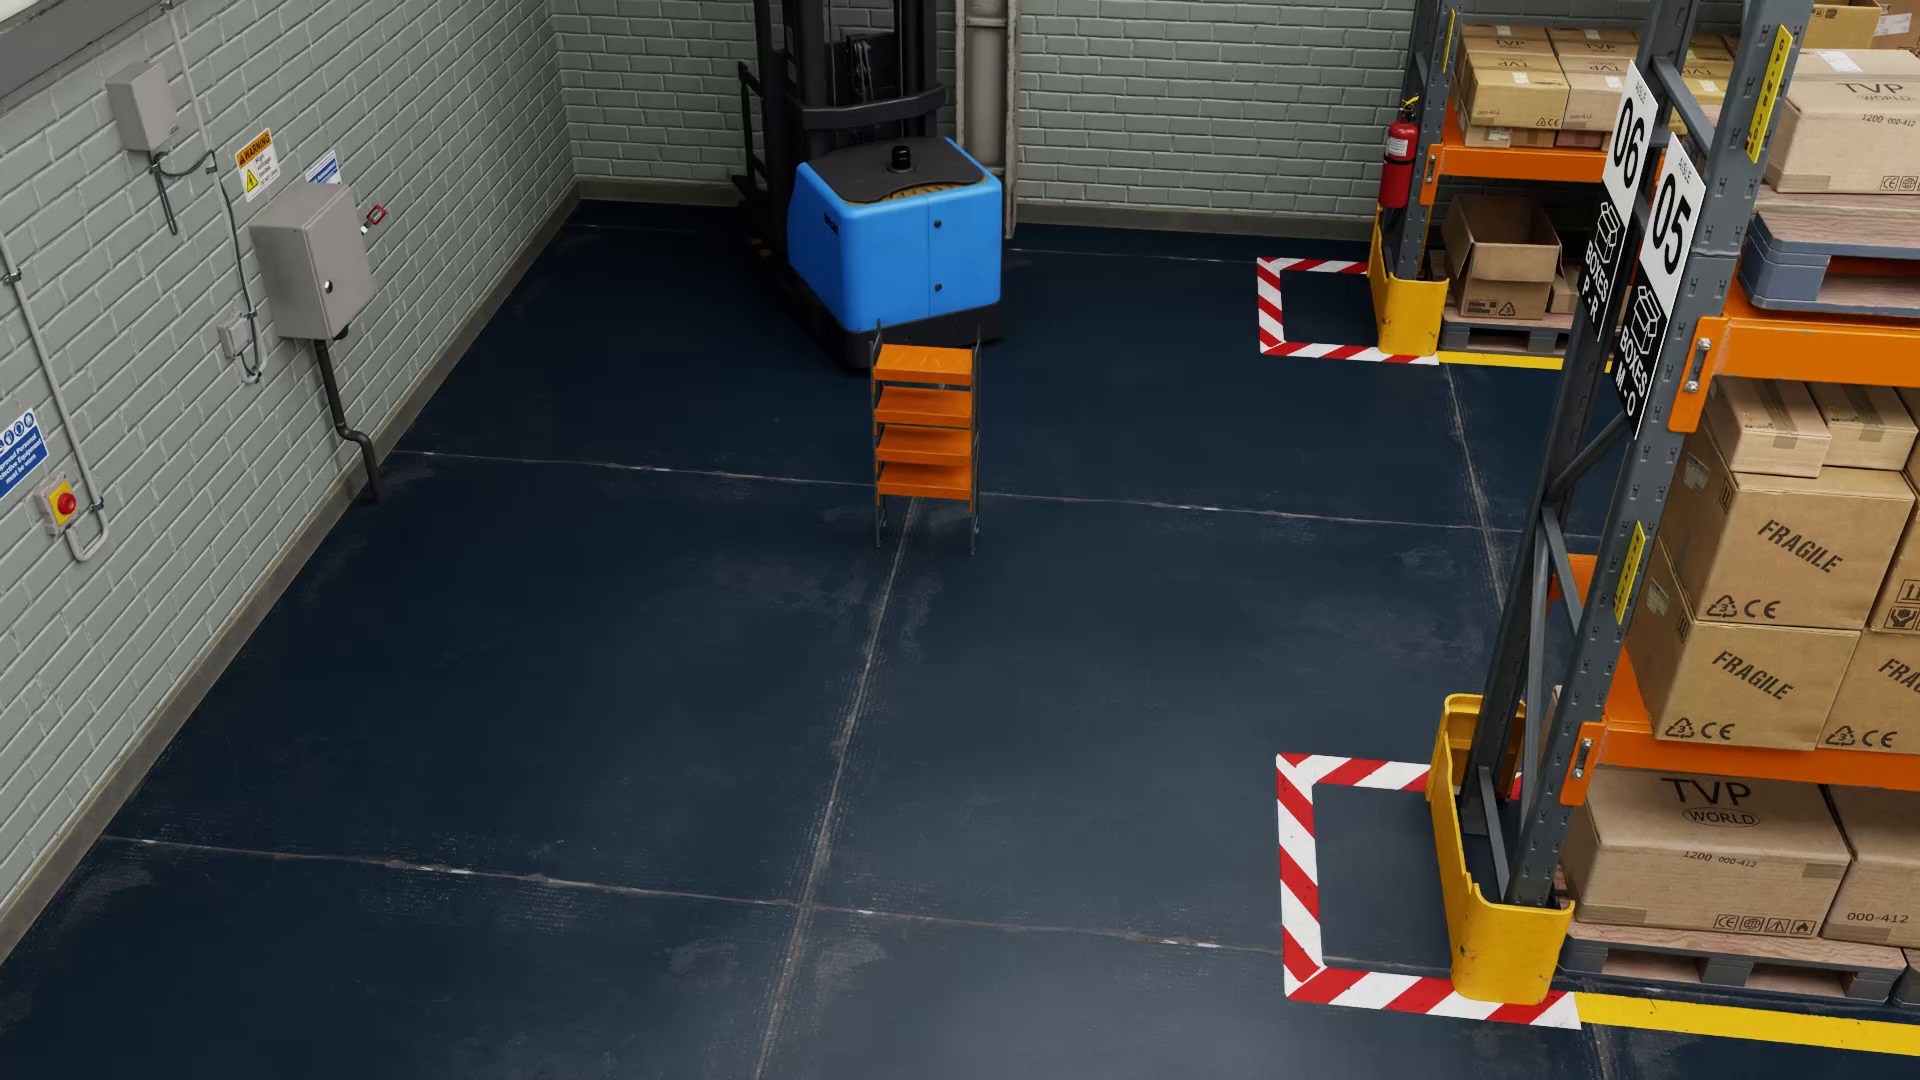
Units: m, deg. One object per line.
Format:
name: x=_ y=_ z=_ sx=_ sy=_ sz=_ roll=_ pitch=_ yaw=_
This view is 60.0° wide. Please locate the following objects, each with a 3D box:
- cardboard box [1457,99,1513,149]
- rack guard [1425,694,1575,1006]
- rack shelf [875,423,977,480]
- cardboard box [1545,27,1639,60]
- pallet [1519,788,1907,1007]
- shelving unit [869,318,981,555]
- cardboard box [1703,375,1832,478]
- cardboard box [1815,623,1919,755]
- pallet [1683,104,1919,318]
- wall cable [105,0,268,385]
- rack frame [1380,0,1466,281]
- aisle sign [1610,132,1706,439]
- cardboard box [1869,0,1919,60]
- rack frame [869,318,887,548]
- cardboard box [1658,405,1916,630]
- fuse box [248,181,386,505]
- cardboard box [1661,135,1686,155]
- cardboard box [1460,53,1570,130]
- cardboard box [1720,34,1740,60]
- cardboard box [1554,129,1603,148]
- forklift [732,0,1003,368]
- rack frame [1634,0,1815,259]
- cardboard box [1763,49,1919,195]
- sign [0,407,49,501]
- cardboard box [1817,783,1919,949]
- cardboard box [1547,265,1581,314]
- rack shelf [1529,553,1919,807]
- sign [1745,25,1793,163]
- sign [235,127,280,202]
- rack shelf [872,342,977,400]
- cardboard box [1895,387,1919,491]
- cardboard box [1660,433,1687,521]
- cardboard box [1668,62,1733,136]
cardboard box: x=3.034 y=-2.408 z=9.616 sx=0.250 sy=0.149 sz=0.380 roll=4 pitch=36 yaw=6
rack guard: x=2.091 y=1.183 z=6.519 sx=0.348 sy=0.500 sz=1.175 roll=4 pitch=36 yaw=6
rack shelf: x=-0.164 y=-0.446 z=8.315 sx=0.480 sy=0.148 sz=0.258 roll=4 pitch=36 yaw=6
cardboard box: x=3.745 y=-2.833 z=9.868 sx=0.500 sy=0.250 sz=0.500 roll=4 pitch=36 yaw=6
pallet: x=2.918 y=1.316 z=6.581 sx=1.213 sy=0.211 sz=1.003 roll=4 pitch=36 yaw=6
shelving unit: x=-0.164 y=-0.501 z=8.276 sx=0.503 sy=1.200 sz=0.258 roll=4 pitch=36 yaw=6
cardboard box: x=2.432 y=-0.359 z=5.022 sx=0.250 sy=0.149 sz=0.380 roll=5 pitch=36 yaw=7
cardboard box: x=3.060 y=0.349 z=5.450 sx=0.500 sy=0.500 sz=0.500 roll=4 pitch=36 yaw=5
pallet: x=2.852 y=-0.969 z=4.876 sx=1.213 sy=0.211 sz=1.003 roll=4 pitch=36 yaw=6
wall cable: x=-3.312 y=-1.468 z=7.207 sx=0.122 sy=1.984 sz=0.588 roll=4 pitch=36 yaw=6
rack frame: x=2.743 y=-2.693 z=9.798 sx=0.127 sy=3.000 sz=1.000 roll=4 pitch=36 yaw=6
aisle sign: x=2.006 y=-0.729 z=4.809 sx=0.004 sy=0.787 sz=0.394 roll=4 pitch=36 yaw=6
cardboard box: x=5.267 y=-3.026 z=9.492 sx=0.500 sy=0.500 sz=0.500 roll=3 pitch=36 yaw=5
rack frame: x=-0.406 y=-0.519 z=8.301 sx=0.015 sy=1.200 sz=0.240 roll=4 pitch=36 yaw=6
cardboard box: x=2.555 y=-0.081 z=5.191 sx=0.500 sy=0.500 sz=0.500 roll=4 pitch=36 yaw=5
fuse box: x=-3.069 y=-0.912 z=8.411 sx=0.414 sy=1.711 sz=0.539 roll=4 pitch=36 yaw=6
cardboard box: x=4.065 y=-2.346 z=9.529 sx=0.250 sy=0.149 sz=0.380 roll=5 pitch=36 yaw=7
cardboard box: x=3.159 y=-2.564 z=9.491 sx=0.500 sy=0.250 sz=0.500 roll=4 pitch=36 yaw=6
cardboard box: x=4.754 y=-2.755 z=9.758 sx=0.500 sy=0.250 sz=0.500 roll=4 pitch=36 yaw=6
cardboard box: x=3.558 y=-2.417 z=9.627 sx=0.250 sy=0.149 sz=0.380 roll=4 pitch=36 yaw=5
forklift: x=-0.808 y=-3.064 z=10.378 sx=1.130 sy=2.935 sz=3.031 roll=-15 pitch=38 yaw=-20
rack frame: x=2.115 y=-2.275 z=4.048 sx=0.127 sy=3.000 sz=1.000 roll=4 pitch=36 yaw=6
cardboard box: x=2.573 y=-1.223 z=4.838 sx=0.500 sy=0.250 sz=0.500 roll=1 pitch=36 yaw=2
sign: x=-3.548 y=-0.323 z=6.245 sx=0.001 sy=0.218 sz=0.327 roll=4 pitch=36 yaw=6
cardboard box: x=3.691 y=1.093 z=6.337 sx=0.875 sy=0.438 sz=0.875 roll=5 pitch=36 yaw=7
cardboard box: x=3.754 y=-1.550 z=10.289 sx=0.250 sy=0.149 sz=0.380 roll=3 pitch=36 yaw=4
rack shelf: x=4.098 y=0.608 z=5.792 sx=4.000 sy=0.370 sz=1.077 roll=4 pitch=36 yaw=6
sign: x=2.038 y=-1.122 z=4.195 sx=0.005 sy=0.325 sz=0.100 roll=4 pitch=36 yaw=6
sign: x=-3.281 y=-1.756 z=7.774 sx=0.001 sy=0.242 sz=0.339 roll=4 pitch=36 yaw=6
rack shelf: x=-0.164 y=-0.820 z=8.047 sx=0.480 sy=0.148 sz=0.258 roll=4 pitch=36 yaw=6
cardboard box: x=2.944 y=-0.295 z=4.933 sx=0.250 sy=0.149 sz=0.380 roll=5 pitch=36 yaw=7
cardboard box: x=2.623 y=-0.382 z=5.613 sx=0.500 sy=0.500 sz=0.500 roll=5 pitch=36 yaw=8
cardboard box: x=4.162 y=-2.491 z=9.389 sx=0.500 sy=0.250 sz=0.500 roll=4 pitch=36 yaw=5
